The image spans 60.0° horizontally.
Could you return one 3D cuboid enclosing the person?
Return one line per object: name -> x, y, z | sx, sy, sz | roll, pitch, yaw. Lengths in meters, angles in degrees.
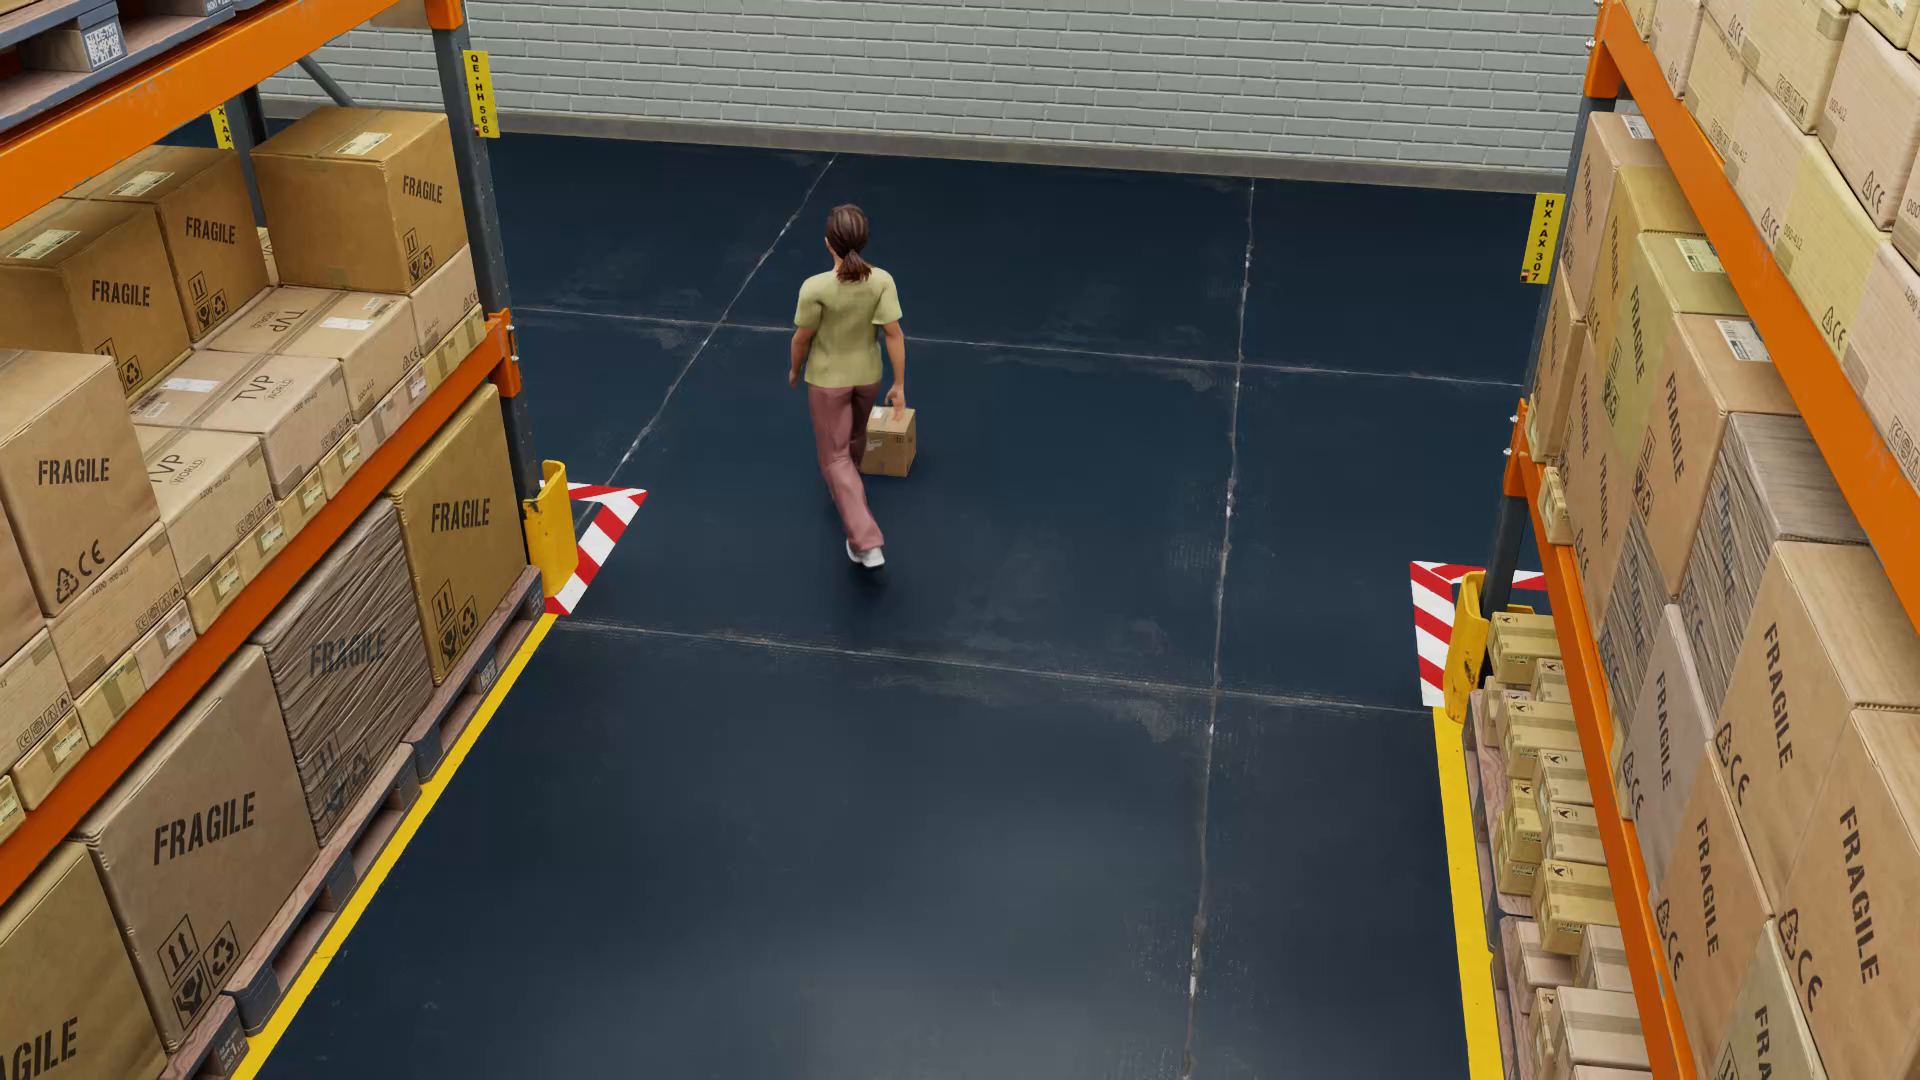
person -> -0.521, -0.718, 7.289 | 0.449, 1.625, 1.003 | -15, 35, -22
